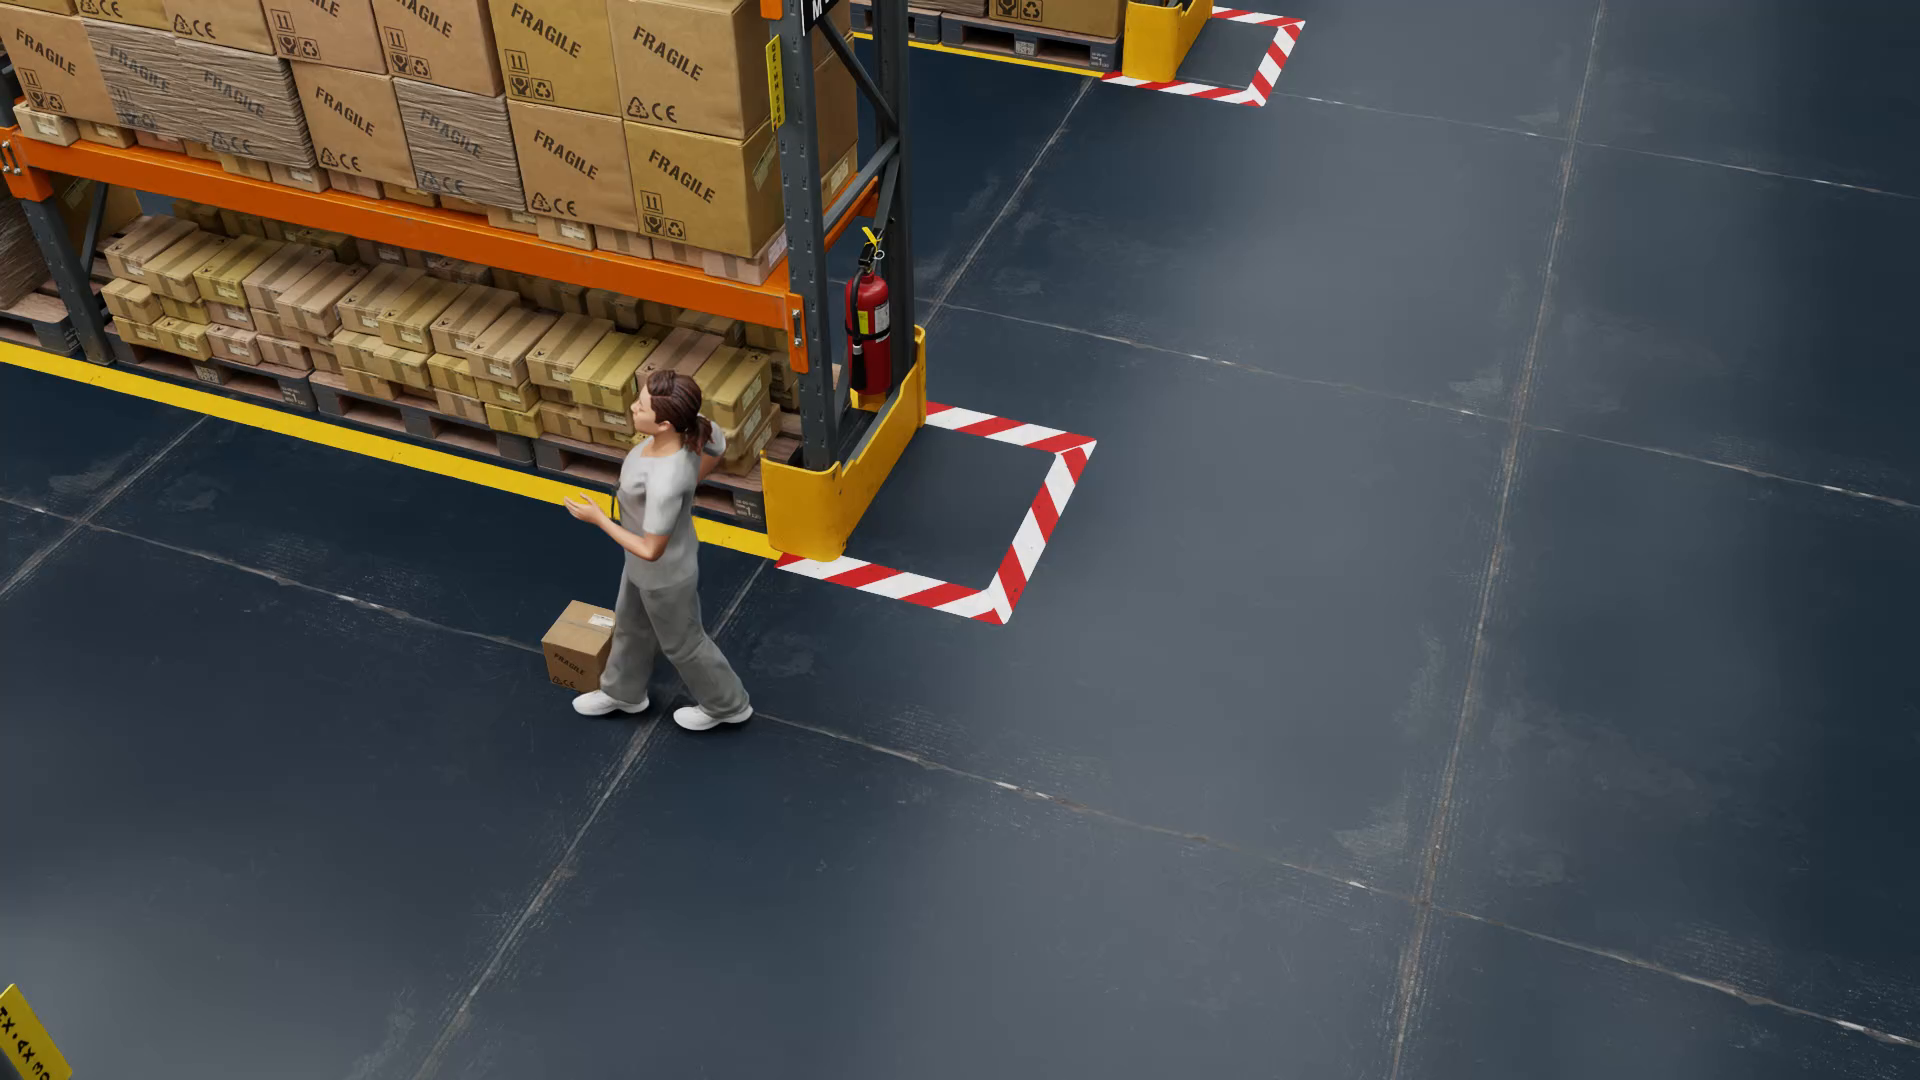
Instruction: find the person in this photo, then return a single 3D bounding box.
[{"bbox_3d":[-1.177,0.080,6.042,0.718,1.655,0.595,-3,42,-3],"label":"person"}]
